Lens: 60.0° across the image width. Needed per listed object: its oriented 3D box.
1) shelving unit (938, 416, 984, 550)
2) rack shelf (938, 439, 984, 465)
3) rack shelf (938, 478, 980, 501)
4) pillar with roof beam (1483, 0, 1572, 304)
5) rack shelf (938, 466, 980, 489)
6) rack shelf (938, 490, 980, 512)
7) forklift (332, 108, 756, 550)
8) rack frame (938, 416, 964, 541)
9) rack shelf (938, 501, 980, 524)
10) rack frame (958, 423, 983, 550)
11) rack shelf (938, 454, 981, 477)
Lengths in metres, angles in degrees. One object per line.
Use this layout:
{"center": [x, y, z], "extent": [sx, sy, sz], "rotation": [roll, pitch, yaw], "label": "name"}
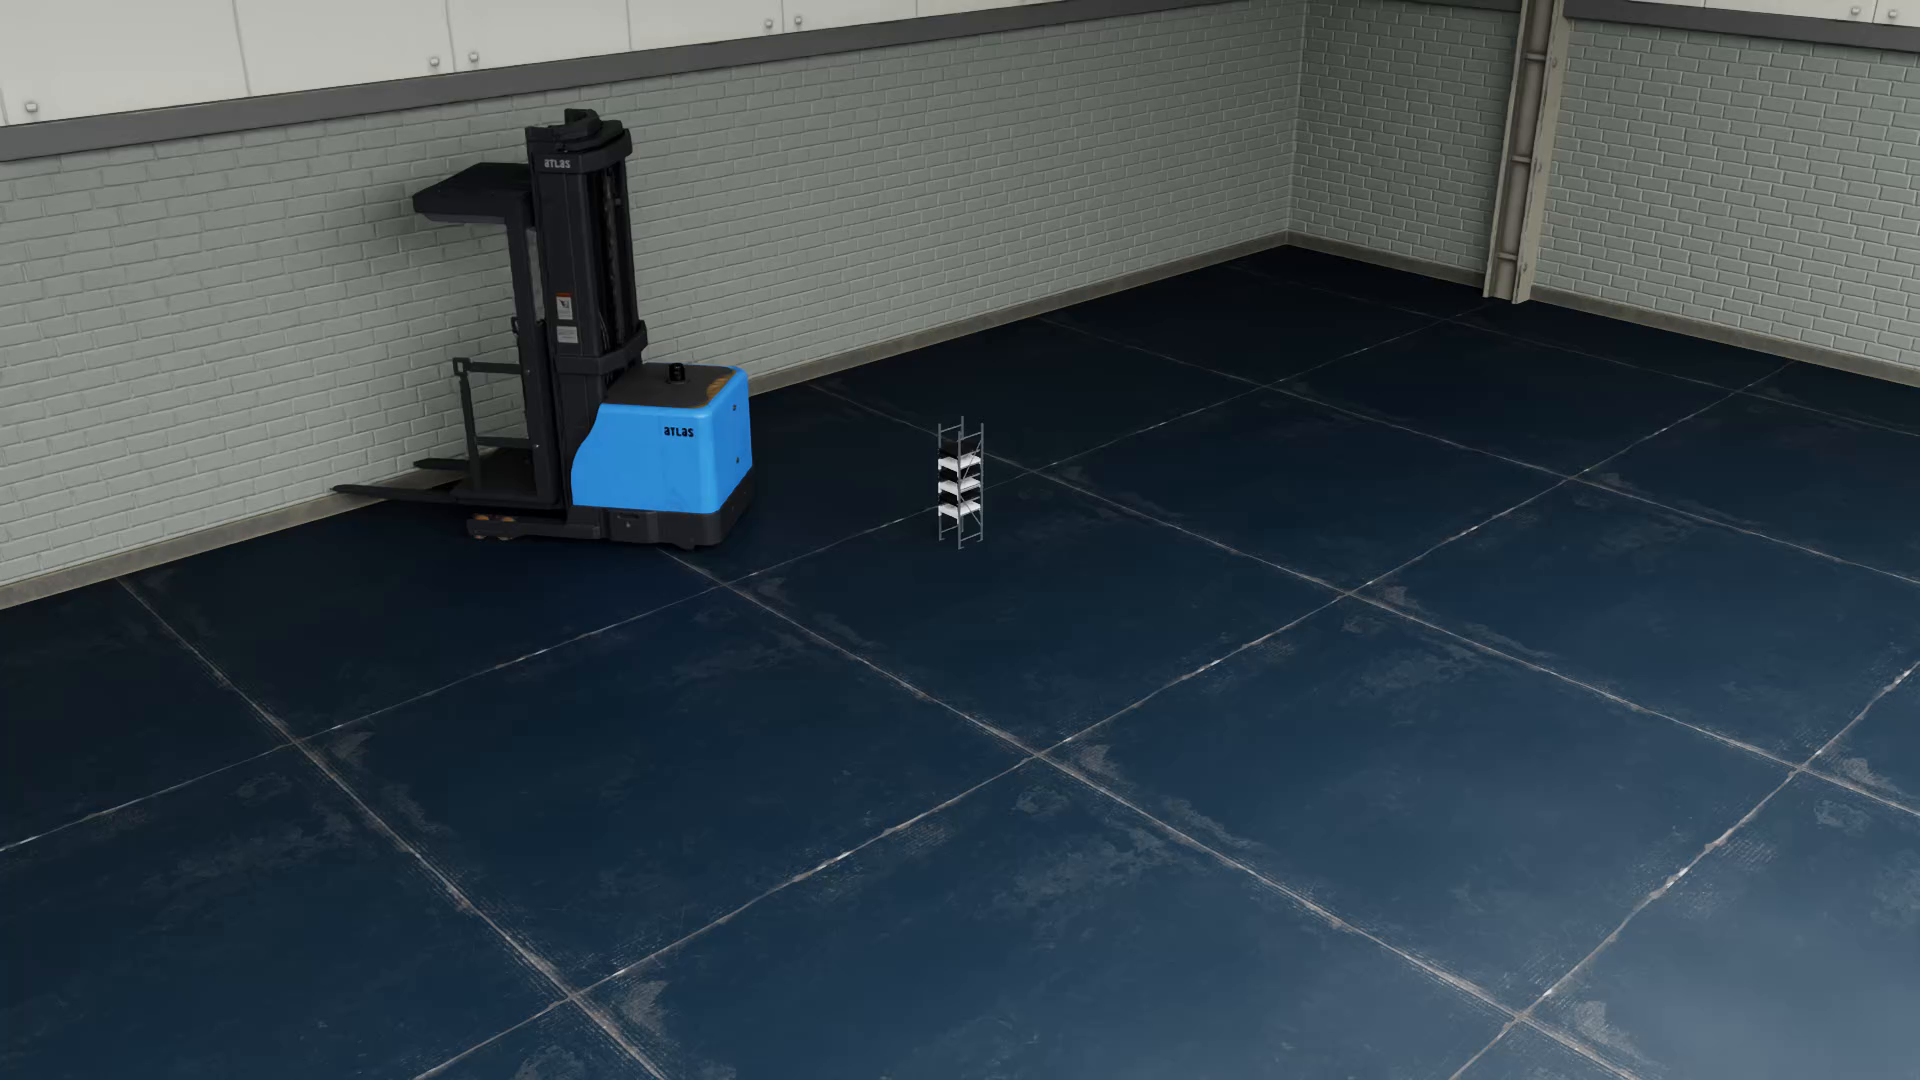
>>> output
{"center": [0.006, -0.407, 11.855], "extent": [0.258, 0.900, 0.210], "rotation": [-21, 32, -38], "label": "shelving unit"}
{"center": [0.006, -0.622, 11.756], "extent": [0.258, 0.077, 0.200], "rotation": [-21, 32, -38], "label": "rack shelf"}
{"center": [0.006, -0.377, 11.868], "extent": [0.258, 0.077, 0.200], "rotation": [-21, 32, -38], "label": "rack shelf"}
{"center": [2.677, -5.455, 13.162], "extent": [9.100, 9.000, 0.400], "rotation": [-21, 32, -38], "label": "pillar with roof beam"}
{"center": [0.006, -0.459, 11.831], "extent": [0.258, 0.077, 0.200], "rotation": [-21, 32, -38], "label": "rack shelf"}
{"center": [0.006, -0.295, 11.906], "extent": [0.258, 0.077, 0.200], "rotation": [-21, 32, -38], "label": "rack shelf"}
{"center": [-3.116, -1.541, 11.892], "extent": [3.031, 2.935, 1.130], "rotation": [4, 25, 9], "label": "forklift"}
{"center": [-0.064, -0.438, 11.922], "extent": [0.240, 0.900, 0.006], "rotation": [-21, 32, -38], "label": "rack frame"}
{"center": [0.006, -0.213, 11.943], "extent": [0.258, 0.077, 0.200], "rotation": [-21, 32, -38], "label": "rack shelf"}
{"center": [0.075, -0.376, 11.787], "extent": [0.240, 0.900, 0.006], "rotation": [-21, 32, -38], "label": "rack frame"}
{"center": [0.006, -0.540, 11.794], "extent": [0.258, 0.077, 0.200], "rotation": [-21, 32, -38], "label": "rack shelf"}
